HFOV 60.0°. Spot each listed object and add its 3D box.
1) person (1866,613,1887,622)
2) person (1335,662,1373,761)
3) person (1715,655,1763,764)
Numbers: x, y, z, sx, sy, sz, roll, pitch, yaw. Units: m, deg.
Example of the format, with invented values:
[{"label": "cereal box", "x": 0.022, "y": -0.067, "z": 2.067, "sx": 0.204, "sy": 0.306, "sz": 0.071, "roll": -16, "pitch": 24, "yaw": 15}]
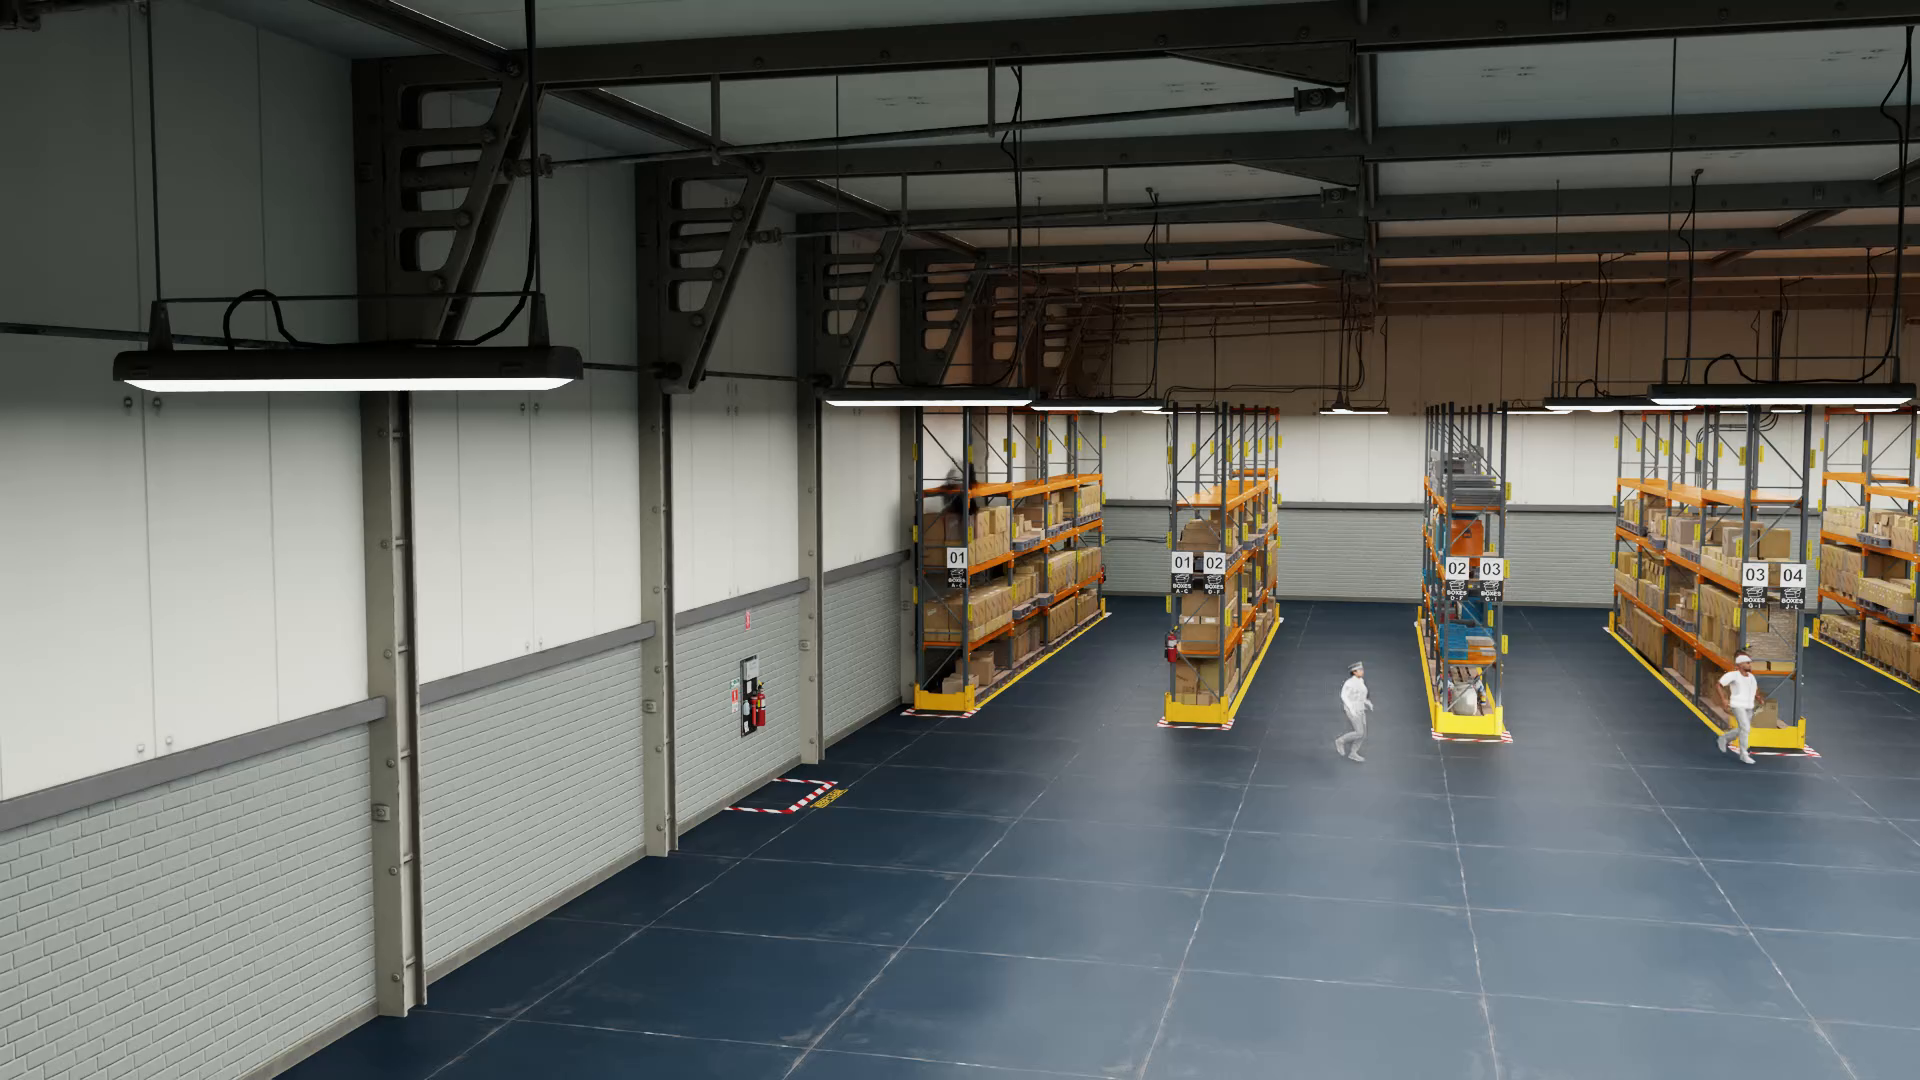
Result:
[{"label": "person", "x": 23.930, "y": 1.677, "z": 43.511, "sx": 0.629, "sy": 1.652, "sz": 0.892, "roll": -2, "pitch": 5, "yaw": -27}, {"label": "person", "x": 6.591, "y": 2.848, "z": 27.799, "sx": 0.548, "sy": 1.670, "sz": 0.638, "roll": 3, "pitch": 5, "yaw": 38}, {"label": "person", "x": 13.085, "y": 2.806, "z": 27.814, "sx": 0.750, "sy": 1.748, "sz": 0.819, "roll": -2, "pitch": 5, "yaw": -23}]
